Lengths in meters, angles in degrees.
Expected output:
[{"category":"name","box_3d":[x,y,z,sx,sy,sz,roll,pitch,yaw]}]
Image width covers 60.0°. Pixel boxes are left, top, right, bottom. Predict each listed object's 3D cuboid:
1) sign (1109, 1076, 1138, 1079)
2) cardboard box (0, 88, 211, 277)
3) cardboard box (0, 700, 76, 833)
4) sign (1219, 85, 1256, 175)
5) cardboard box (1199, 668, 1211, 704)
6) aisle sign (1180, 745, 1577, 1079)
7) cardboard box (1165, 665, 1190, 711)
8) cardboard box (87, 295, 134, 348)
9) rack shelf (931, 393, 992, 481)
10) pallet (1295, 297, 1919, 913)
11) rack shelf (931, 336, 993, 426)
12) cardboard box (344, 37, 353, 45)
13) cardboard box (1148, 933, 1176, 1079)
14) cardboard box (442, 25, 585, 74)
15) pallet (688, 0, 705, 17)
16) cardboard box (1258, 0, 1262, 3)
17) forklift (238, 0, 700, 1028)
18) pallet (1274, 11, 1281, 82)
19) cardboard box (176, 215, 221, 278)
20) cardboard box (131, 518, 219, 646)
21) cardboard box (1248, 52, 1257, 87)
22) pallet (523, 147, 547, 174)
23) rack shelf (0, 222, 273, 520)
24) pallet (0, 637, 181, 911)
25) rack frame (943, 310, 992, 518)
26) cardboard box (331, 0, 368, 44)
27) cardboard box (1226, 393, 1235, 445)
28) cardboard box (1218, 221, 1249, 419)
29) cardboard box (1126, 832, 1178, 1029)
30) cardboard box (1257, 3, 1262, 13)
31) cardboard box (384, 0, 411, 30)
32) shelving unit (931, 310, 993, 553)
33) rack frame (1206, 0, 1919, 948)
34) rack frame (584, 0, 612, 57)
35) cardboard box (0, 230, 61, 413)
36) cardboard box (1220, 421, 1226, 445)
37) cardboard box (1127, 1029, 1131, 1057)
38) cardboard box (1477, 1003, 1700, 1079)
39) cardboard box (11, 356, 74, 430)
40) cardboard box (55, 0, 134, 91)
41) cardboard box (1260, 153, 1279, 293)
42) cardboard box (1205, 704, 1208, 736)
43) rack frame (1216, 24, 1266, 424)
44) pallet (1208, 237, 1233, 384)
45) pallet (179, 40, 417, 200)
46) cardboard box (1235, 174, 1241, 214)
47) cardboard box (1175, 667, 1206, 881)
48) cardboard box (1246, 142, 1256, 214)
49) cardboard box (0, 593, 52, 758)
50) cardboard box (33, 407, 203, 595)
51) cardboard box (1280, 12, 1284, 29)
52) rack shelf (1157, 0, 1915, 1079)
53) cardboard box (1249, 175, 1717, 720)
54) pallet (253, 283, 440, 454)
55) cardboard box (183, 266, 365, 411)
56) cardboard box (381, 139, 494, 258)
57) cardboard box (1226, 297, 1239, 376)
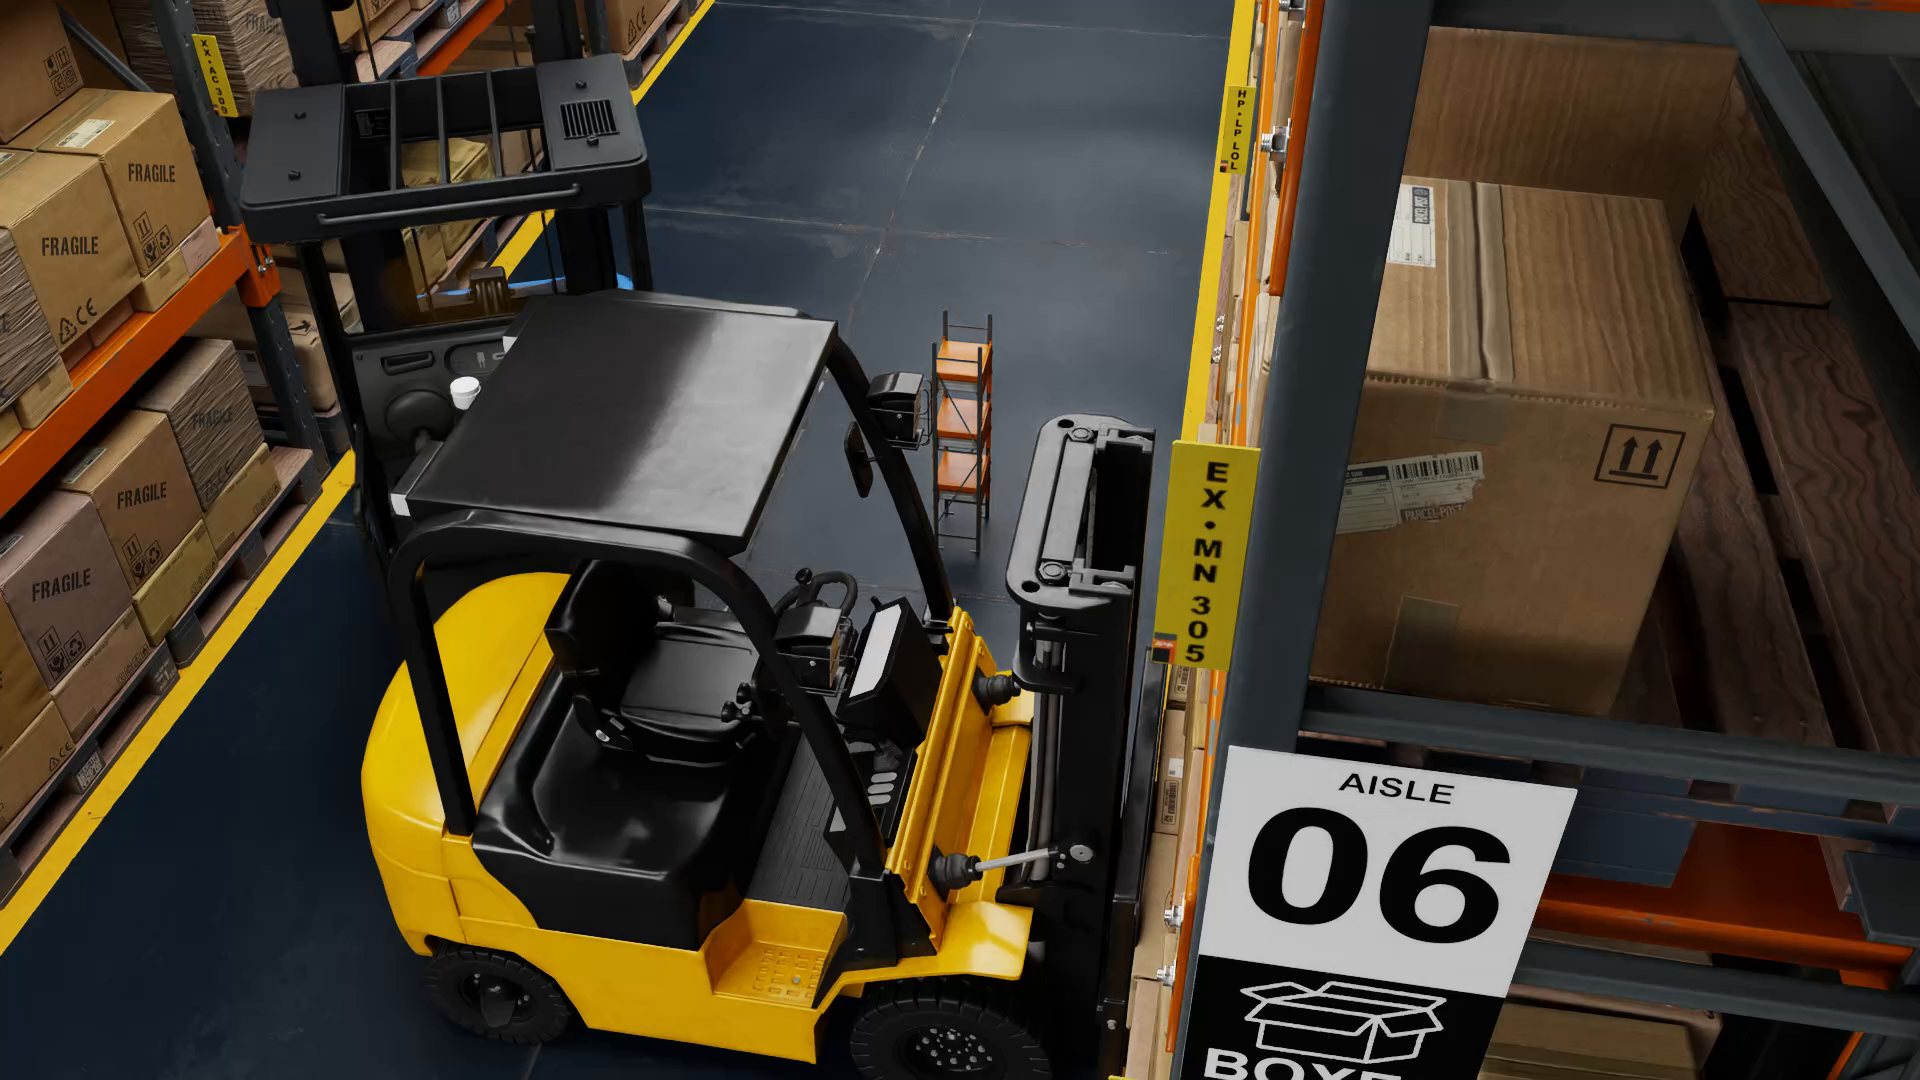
[{"category":"sign","box_3d":[0.278,0.954,2.648,0.100,0.325,0.005,6,40,8]},{"category":"cardboard box","box_3d":[-3.220,-1.342,6.208,0.500,0.500,0.500,5,40,7]},{"category":"cardboard box","box_3d":[-3.490,0.774,5.788,0.500,0.250,0.500,9,40,11]},{"category":"sign","box_3d":[0.966,-1.420,5.767,0.100,0.325,0.005,6,40,8]},{"category":"cardboard box","box_3d":[0.747,0.260,3.761,0.380,0.149,0.250,7,40,9]},{"category":"aisle sign","box_3d":[0.509,0.567,2.170,0.394,0.787,0.004,6,40,8]},{"category":"cardboard box","box_3d":[0.936,0.464,5.378,0.500,0.250,0.500,8,40,9]},{"category":"cardboard box","box_3d":[-3.301,-0.851,6.122,0.380,0.149,0.250,7,40,8]},{"category":"rack shelf","box_3d":[0.009,-0.430,6.963,0.215,0.259,0.240,6,40,8]},{"category":"pallet","box_3d":[0.957,-0.003,2.615,1.003,0.211,1.213,6,40,8]},{"category":"rack shelf","box_3d":[0.009,-0.649,6.782,0.215,0.259,0.240,6,40,8]},{"category":"cardboard box","box_3d":[-2.955,-2.215,7.442,0.380,0.149,0.250,9,40,11]},{"category":"cardboard box","box_3d":[0.636,1.184,3.386,0.500,0.500,0.500,6,40,7]},{"category":"cardboard box","box_3d":[-2.803,-2.801,10.017,0.950,0.372,0.625,4,40,5]},{"category":"pallet","box_3d":[-2.271,-4.181,12.141,1.003,0.211,1.213,6,40,8]},{"category":"cardboard box","box_3d":[1.504,-2.458,7.281,0.380,0.149,0.250,5,40,6]},{"category":"forklift","box_3d":[-1.503,-0.451,5.495,1.130,2.935,3.031,-10,41,-11]},{"category":"pallet","box_3d":[1.380,-1.534,4.467,1.003,0.211,1.213,6,40,8]},{"category":"cardboard box","box_3d":[-3.143,-1.163,6.500,0.380,0.149,0.250,6,40,7]},{"category":"cardboard box","box_3d":[-3.308,0.138,6.557,0.500,0.250,0.500,5,40,6]},{"category":"cardboard box","box_3d":[1.417,-1.745,6.732,0.500,0.250,0.500,5,40,7]},{"category":"pallet","box_3d":[-2.832,-2.441,10.037,1.003,0.211,1.213,6,40,8]},{"category":"rack shelf","box_3d":[-3.734,0.037,5.416,1.077,0.370,4.000,6,40,8]},{"category":"pallet","box_3d":[-3.678,0.773,6.150,1.003,0.211,1.213,6,40,8]},{"category":"rack frame","box_3d":[0.030,-0.515,7.049,0.200,1.050,0.008,6,40,8]},{"category":"cardboard box","box_3d":[-2.938,-2.387,7.142,0.500,0.500,0.500,7,40,8]},{"category":"cardboard box","box_3d":[0.938,-0.268,4.632,0.380,0.149,0.250,5,40,6]},{"category":"cardboard box","box_3d":[1.168,-0.739,5.712,0.500,0.500,0.500,5,40,6]},{"category":"cardboard box","box_3d":[0.742,1.110,4.597,0.500,0.250,0.500,7,40,8]},{"category":"cardboard box","box_3d":[1.680,-2.704,7.891,0.500,0.250,0.500,5,40,7]},{"category":"cardboard box","box_3d":[-2.825,-2.526,7.819,0.380,0.149,0.250,7,40,8]},{"category":"shelving unit","box_3d":[0.009,-0.438,6.956,0.215,1.050,0.252,6,40,8]},{"category":"rack frame","box_3d":[0.810,-0.752,1.098,1.000,3.000,0.127,6,40,8]},{"category":"rack frame","box_3d":[-2.695,-4.006,9.741,1.000,3.000,0.127,6,40,8]},{"category":"cardboard box","box_3d":[-3.387,-0.692,5.421,0.500,0.500,0.500,7,40,9]},{"category":"cardboard box","box_3d":[1.007,-0.093,4.930,0.500,0.500,0.500,6,40,7]},{"category":"cardboard box","box_3d":[0.752,1.285,4.777,0.500,0.250,0.500,6,40,7]},{"category":"cardboard box","box_3d":[1.078,0.970,2.902,0.380,0.149,0.250,6,40,7]},{"category":"cardboard box","box_3d":[-3.316,-0.525,5.728,0.380,0.149,0.250,6,40,7]},{"category":"cardboard box","box_3d":[-3.534,-2.126,6.825,0.500,0.500,0.500,6,40,7]},{"category":"cardboard box","box_3d":[0.698,-0.457,2.793,0.396,0.266,0.258,6,40,8]},{"category":"cardboard box","box_3d":[0.768,0.376,3.854,0.380,0.149,0.250,5,40,6]},{"category":"rack frame","box_3d":[1.502,-0.950,6.045,1.000,3.000,0.127,6,40,8]},{"category":"pallet","box_3d":[1.800,-1.110,8.427,1.003,0.211,1.213,6,40,8]},{"category":"pallet","box_3d":[-3.112,-1.885,7.327,1.003,0.211,1.213,6,40,8]},{"category":"cardboard box","box_3d":[1.413,-1.554,6.893,0.500,0.250,0.500,6,40,7]},{"category":"cardboard box","box_3d":[0.823,0.537,4.168,0.500,0.500,0.500,6,40,7]},{"category":"cardboard box","box_3d":[1.154,-1.186,5.510,0.380,0.149,0.250,7,40,9]},{"category":"cardboard box","box_3d":[-3.483,0.491,5.542,0.500,0.500,0.500,7,40,9]},{"category":"cardboard box","box_3d":[-3.312,-0.166,6.337,0.500,0.500,0.500,7,40,8]},{"category":"cardboard box","box_3d":[0.946,-1.357,3.881,0.396,0.266,0.258,6,40,7]},{"category":"rack shelf","box_3d":[1.156,-0.574,3.801,1.077,0.370,4.000,6,40,8]},{"category":"cardboard box","box_3d":[0.646,-0.140,2.224,0.500,0.500,0.500,8,40,9]},{"category":"pallet","box_3d":[-3.254,-0.909,8.184,1.003,0.211,1.213,6,40,8]},{"category":"cardboard box","box_3d":[-3.299,-0.974,7.807,0.950,0.372,0.625,7,40,8]},{"category":"cardboard box","box_3d":[-3.060,-1.862,8.881,0.950,0.372,0.625,8,40,9]},{"category":"cardboard box","box_3d":[1.011,-0.592,5.024,0.380,0.149,0.250,7,40,9]}]
